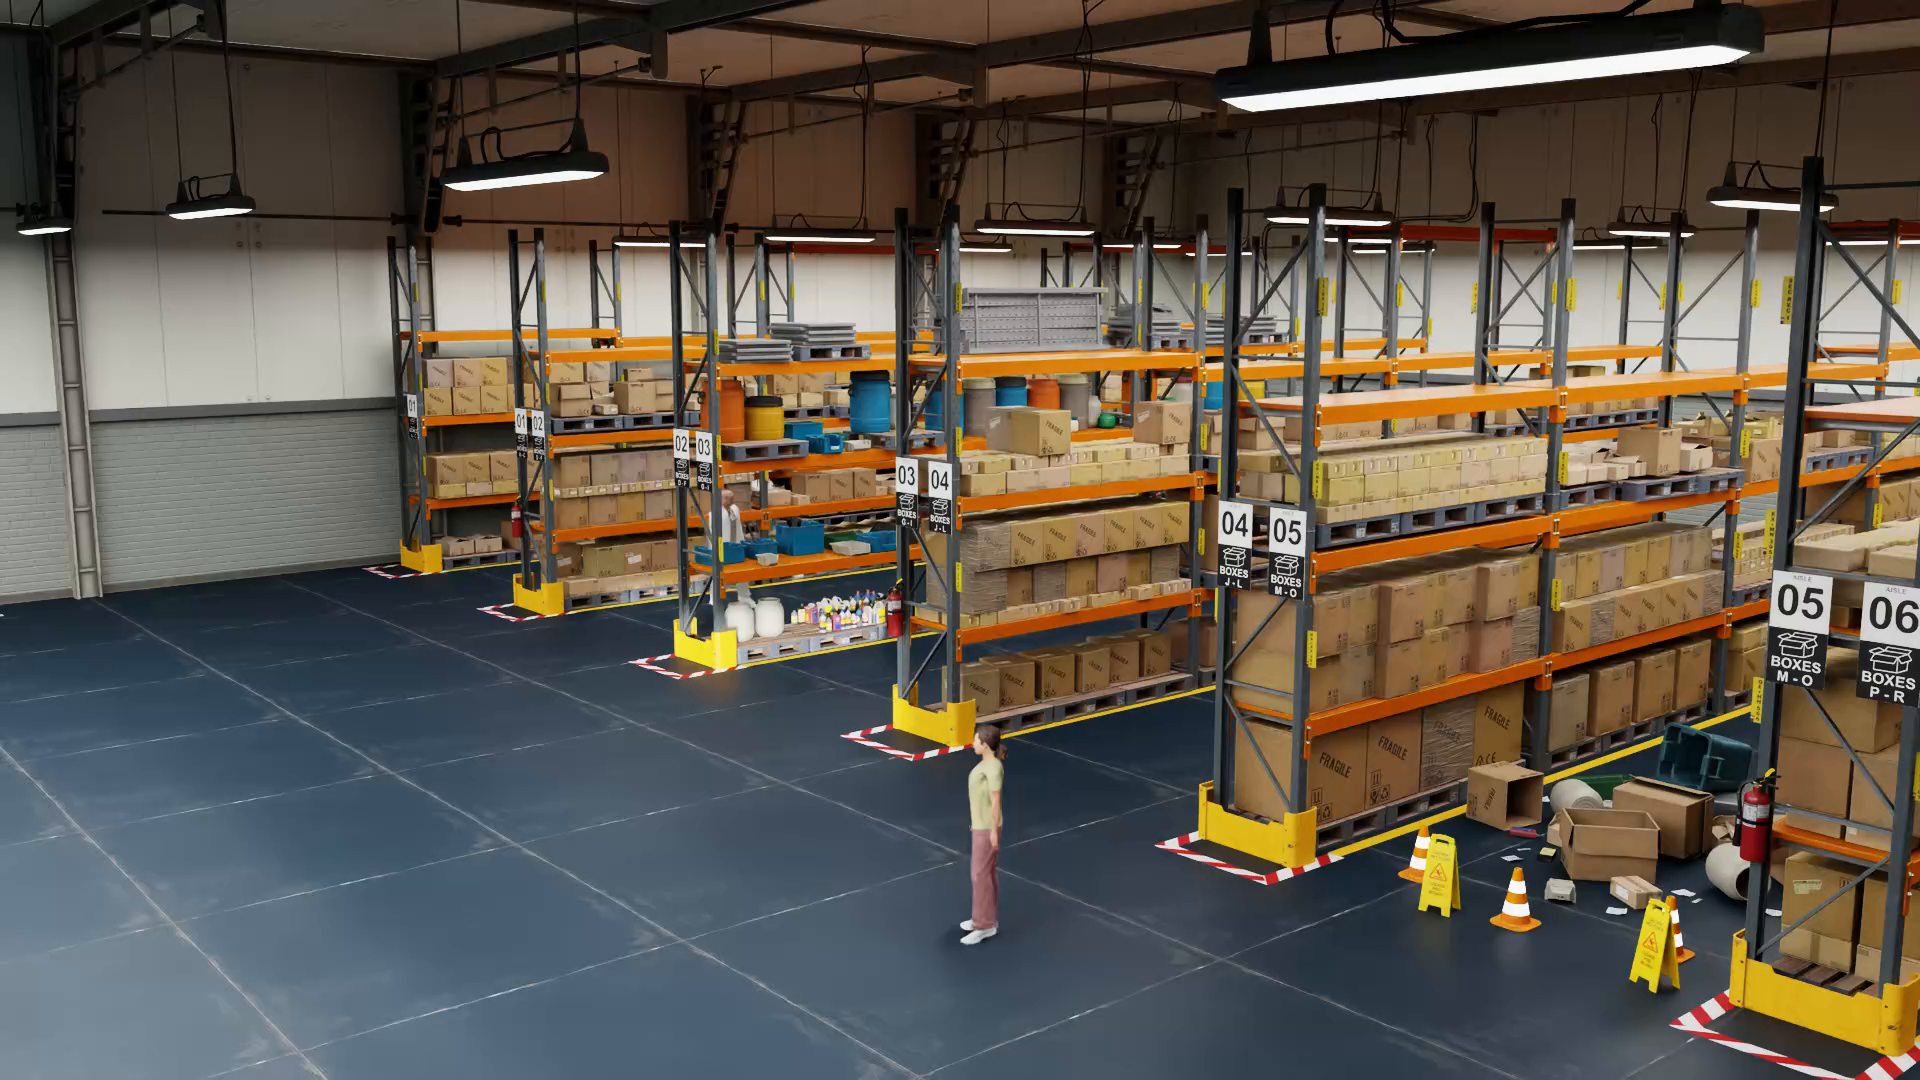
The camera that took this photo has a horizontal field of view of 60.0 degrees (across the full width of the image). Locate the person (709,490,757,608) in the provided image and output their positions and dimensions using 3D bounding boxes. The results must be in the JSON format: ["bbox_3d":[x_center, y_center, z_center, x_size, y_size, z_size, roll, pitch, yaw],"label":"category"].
[{"bbox_3d":[-3.538,0.132,25.468,0.713,1.837,0.533,-6,11,-35],"label":"person"}]

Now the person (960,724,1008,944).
[{"bbox_3d":[0.194,2.328,13.283,0.391,1.712,0.542,0,9,-1],"label":"person"}]

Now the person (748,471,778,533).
[{"bbox_3d":[-3.744,-0.503,31.225,0.571,1.781,0.585,1,9,8],"label":"person"}]
